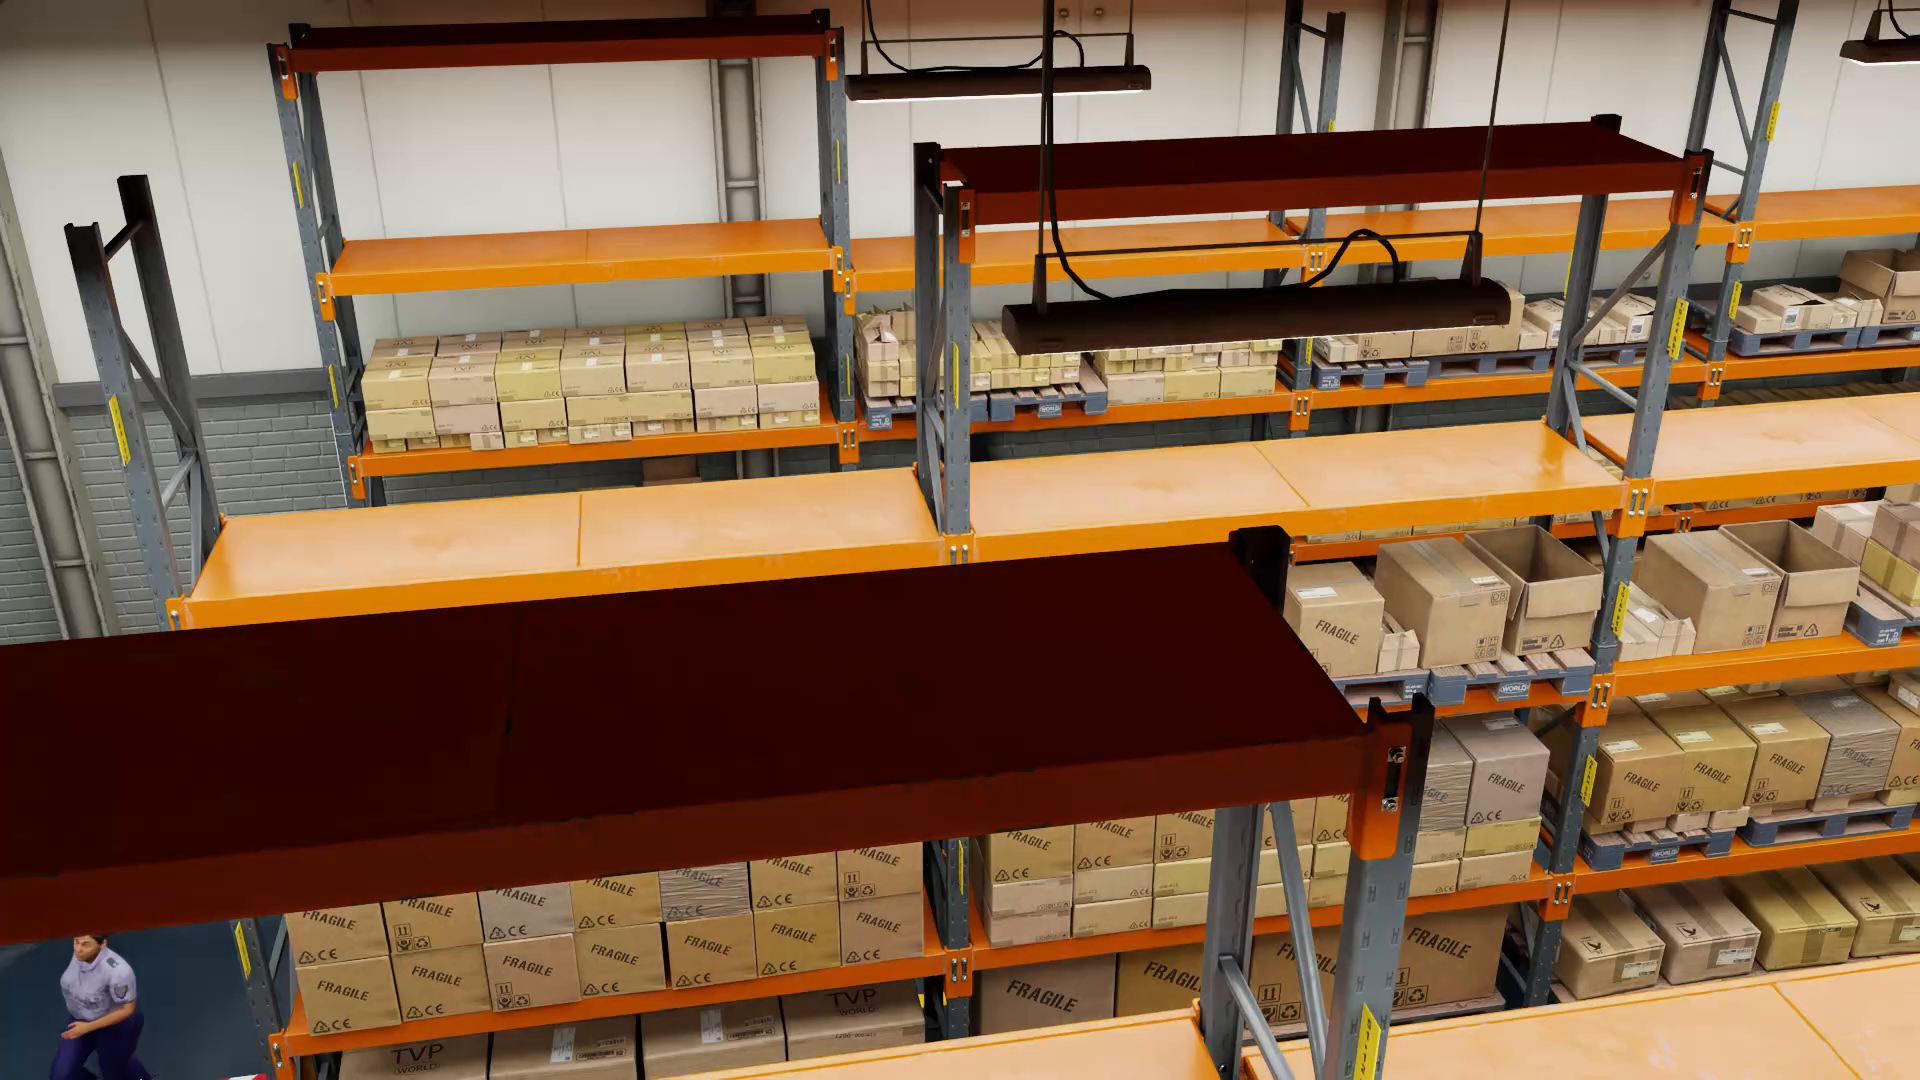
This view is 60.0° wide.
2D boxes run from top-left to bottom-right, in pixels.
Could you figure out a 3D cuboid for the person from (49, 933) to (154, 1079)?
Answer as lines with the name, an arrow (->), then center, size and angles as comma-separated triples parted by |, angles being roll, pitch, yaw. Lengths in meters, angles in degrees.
person -> -5.288, 2.996, 10.251 | 0.614, 1.586, 0.630 | 9, 27, 19
